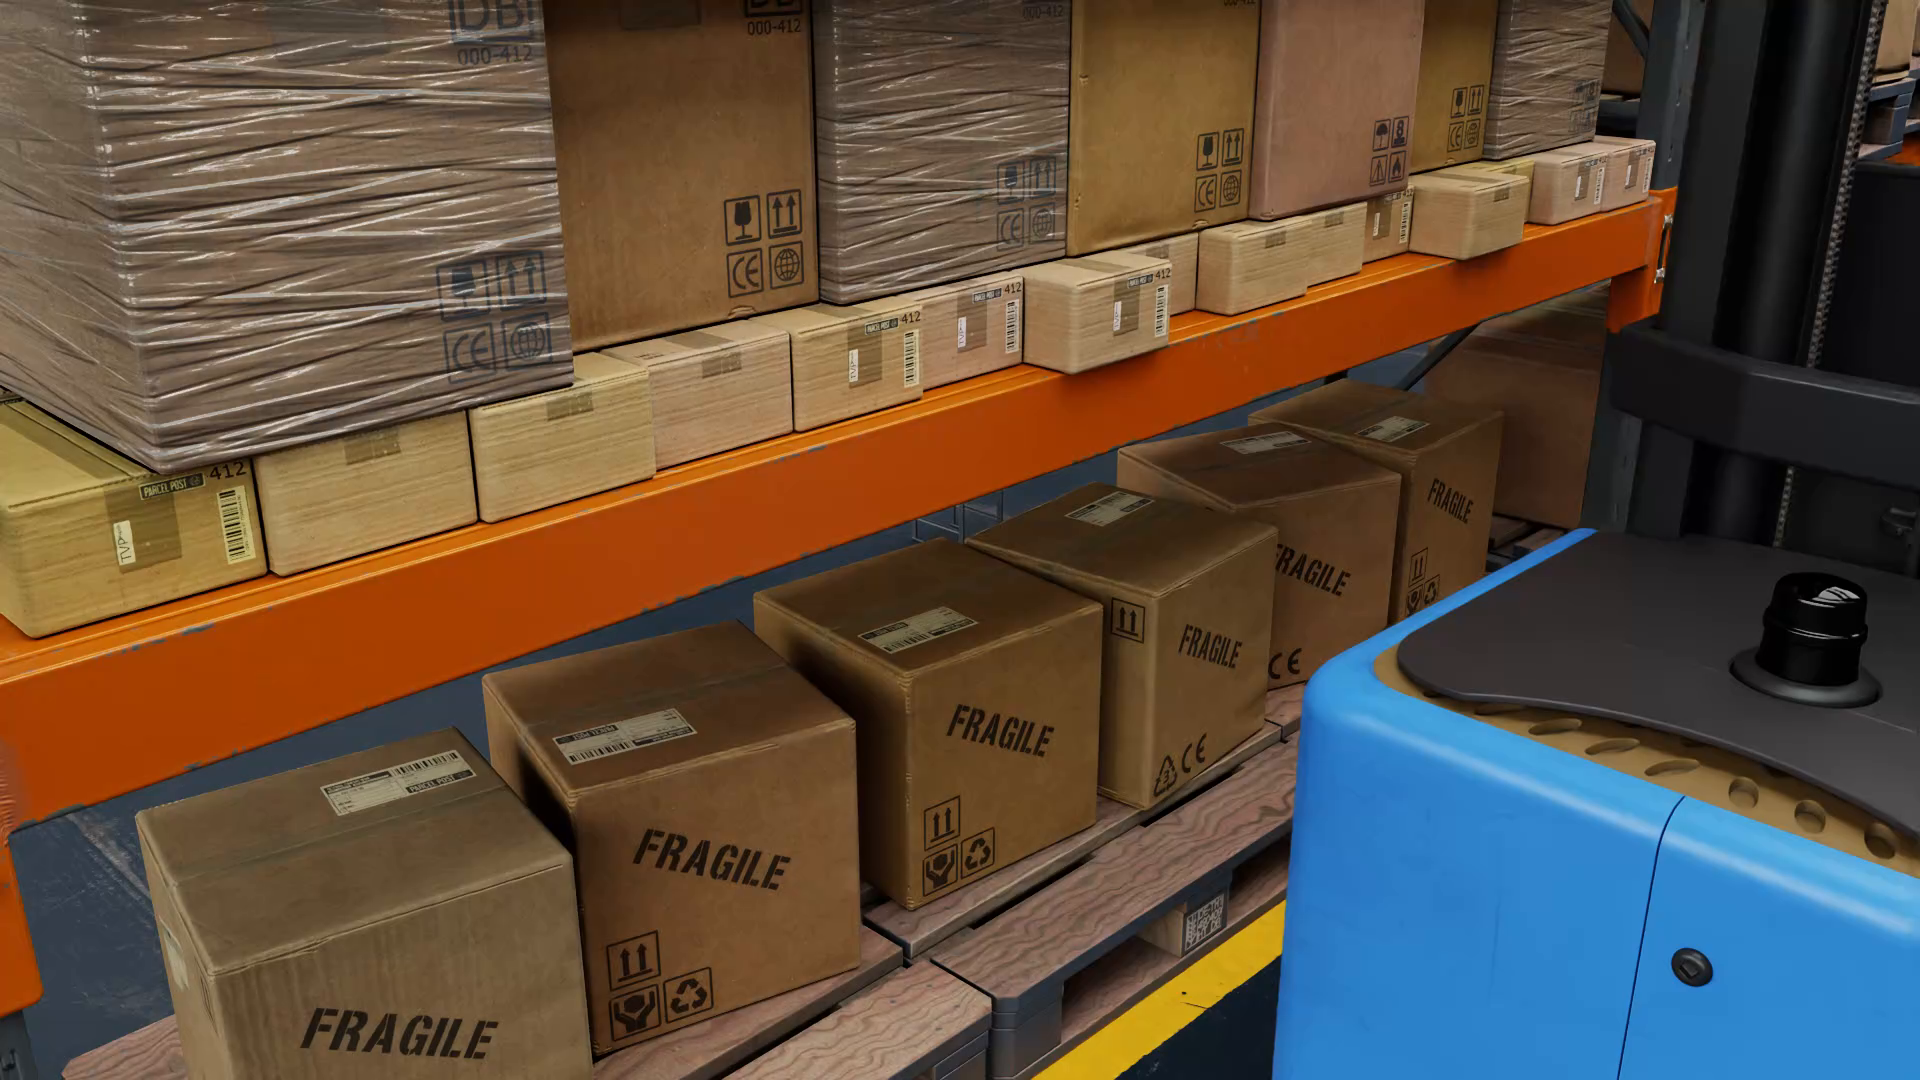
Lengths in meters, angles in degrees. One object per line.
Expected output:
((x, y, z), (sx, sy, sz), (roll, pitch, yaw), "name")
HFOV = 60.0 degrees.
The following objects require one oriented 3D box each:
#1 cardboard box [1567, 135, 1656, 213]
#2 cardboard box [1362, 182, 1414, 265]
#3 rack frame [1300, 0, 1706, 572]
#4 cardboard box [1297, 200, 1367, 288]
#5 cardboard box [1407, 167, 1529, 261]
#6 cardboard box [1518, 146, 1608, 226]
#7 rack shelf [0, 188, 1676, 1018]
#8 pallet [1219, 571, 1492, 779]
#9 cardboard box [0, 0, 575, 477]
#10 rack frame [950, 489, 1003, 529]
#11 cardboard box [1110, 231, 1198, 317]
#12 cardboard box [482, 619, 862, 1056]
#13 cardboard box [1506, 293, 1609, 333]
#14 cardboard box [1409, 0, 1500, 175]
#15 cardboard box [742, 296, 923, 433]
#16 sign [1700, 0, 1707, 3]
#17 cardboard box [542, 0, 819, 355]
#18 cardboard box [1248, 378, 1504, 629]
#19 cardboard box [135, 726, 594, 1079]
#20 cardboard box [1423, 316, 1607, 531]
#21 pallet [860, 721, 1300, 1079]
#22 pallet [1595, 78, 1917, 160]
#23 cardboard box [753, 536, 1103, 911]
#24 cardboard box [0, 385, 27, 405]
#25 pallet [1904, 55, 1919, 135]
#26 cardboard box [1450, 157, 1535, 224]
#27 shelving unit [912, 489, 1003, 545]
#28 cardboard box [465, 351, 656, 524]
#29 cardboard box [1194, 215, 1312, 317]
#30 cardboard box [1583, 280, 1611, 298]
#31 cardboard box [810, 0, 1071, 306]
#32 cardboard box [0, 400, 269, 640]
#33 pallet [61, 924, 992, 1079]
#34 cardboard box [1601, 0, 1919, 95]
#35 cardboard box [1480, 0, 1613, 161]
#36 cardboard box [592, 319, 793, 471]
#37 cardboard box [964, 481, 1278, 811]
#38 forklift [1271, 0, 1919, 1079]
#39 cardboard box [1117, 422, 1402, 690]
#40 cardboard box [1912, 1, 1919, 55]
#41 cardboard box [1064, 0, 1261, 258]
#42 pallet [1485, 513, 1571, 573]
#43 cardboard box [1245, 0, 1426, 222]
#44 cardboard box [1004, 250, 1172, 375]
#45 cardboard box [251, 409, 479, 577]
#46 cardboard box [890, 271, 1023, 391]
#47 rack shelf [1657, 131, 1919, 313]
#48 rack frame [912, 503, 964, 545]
((1.495, -0.930, 4.164), (0.380, 0.149, 0.250), (19, 28, 41), "cardboard box")
((0.733, -0.696, 3.554), (0.380, 0.149, 0.250), (19, 28, 41), "cardboard box")
((1.435, -1.176, 4.454), (1.000, 3.000, 0.127), (19, 28, 41), "rack frame")
((0.588, -0.621, 3.360), (0.380, 0.149, 0.250), (19, 28, 41), "cardboard box")
((1.002, -0.727, 3.635), (0.380, 0.149, 0.250), (19, 28, 41), "cardboard box")
((1.314, -0.868, 4.003), (0.380, 0.149, 0.250), (19, 28, 41), "cardboard box")
((0.039, -0.326, 3.245), (1.077, 0.370, 4.000), (19, 28, 41), "rack shelf")
((0.991, 0.307, 4.482), (1.003, 0.211, 1.213), (19, 28, 41), "pallet")
((-0.952, -0.468, 2.057), (0.875, 0.500, 0.500), (19, 28, 41), "cardboard box")
((0.054, -0.580, 5.411), (0.240, 1.200, 0.006), (19, 28, 41), "rack frame")
((0.209, -0.503, 3.053), (0.380, 0.149, 0.250), (19, 28, 41), "cardboard box")
((-0.516, 0.504, 2.981), (0.500, 0.500, 0.500), (-12, 24, -28), "cardboard box")
((2.225, -0.485, 5.527), (0.700, 0.500, 0.500), (19, 28, 40), "cardboard box")
((0.702, -1.142, 3.811), (0.875, 0.500, 0.500), (19, 28, 41), "cardboard box")
((-0.274, -0.296, 2.515), (0.380, 0.149, 0.250), (19, 28, 41), "cardboard box")
((1.829, -1.447, 3.950), (0.100, 0.325, 0.005), (19, 28, 41), "sign")
((-0.690, -0.627, 2.470), (0.875, 0.500, 0.500), (19, 28, 41), "cardboard box")
((1.127, -0.113, 4.586), (0.500, 0.500, 0.500), (18, 28, 39), "cardboard box")
((-0.908, 0.666, 2.559), (0.500, 0.500, 0.500), (-14, 25, -32), "cardboard box")
((1.878, -0.367, 5.220), (0.700, 0.500, 0.500), (17, 27, 37), "cardboard box")
((0.140, 0.622, 3.662), (1.003, 0.211, 1.213), (19, 28, 41), "pallet")
((2.072, -1.247, 4.905), (1.003, 0.211, 1.213), (19, 28, 41), "pallet")
((-0.065, 0.348, 3.387), (0.500, 0.500, 0.500), (-17, 27, -37), "cardboard box")
((-1.305, -0.156, 2.149), (0.380, 0.149, 0.250), (19, 28, 41), "cardboard box")
((2.873, -1.596, 5.813), (1.003, 0.211, 1.213), (19, 28, 41), "pallet")
((1.097, -0.819, 3.875), (0.380, 0.149, 0.250), (19, 28, 41), "cardboard box")
((-0.010, -0.556, 5.350), (0.258, 1.200, 0.189), (19, 28, 41), "shelving unit")
((-0.613, -0.164, 2.171), (0.380, 0.149, 0.250), (19, 28, 41), "cardboard box")
((0.438, -0.548, 3.170), (0.380, 0.149, 0.250), (19, 28, 41), "cardboard box")
((2.615, -0.629, 5.901), (0.700, 0.500, 0.500), (16, 26, 36), "cardboard box")
((-0.310, -0.744, 2.776), (0.875, 0.500, 0.500), (19, 28, 41), "cardboard box")
((-0.986, -0.044, 1.859), (0.380, 0.149, 0.250), (19, 28, 41), "cardboard box")
((-0.711, 0.934, 2.850), (1.003, 0.211, 1.213), (19, 28, 41), "pallet")
((2.089, -1.822, 4.711), (1.000, 1.000, 1.000), (19, 28, 41), "cardboard box")
((1.076, -1.262, 4.122), (0.875, 0.500, 0.500), (19, 28, 41), "cardboard box")
((-0.453, -0.234, 2.352), (0.380, 0.149, 0.250), (19, 28, 41), "cardboard box")
((0.356, 0.216, 3.731), (0.500, 0.500, 0.500), (16, 26, 36), "cardboard box")
((1.834, -0.448, 2.654), (3.031, 2.935, 1.130), (-20, 28, -41), "forklift")
((0.733, 0.036, 4.198), (0.500, 0.500, 0.500), (-11, 23, -25), "cardboard box")
((3.255, -1.842, 5.787), (0.396, 0.266, 0.258), (18, 28, 39), "cardboard box")
((0.047, -0.870, 3.103), (0.875, 0.500, 0.500), (19, 28, 41), "cardboard box")
((1.977, -0.075, 5.476), (1.003, 0.211, 1.213), (19, 28, 41), "pallet")
((0.426, -0.988, 3.411), (0.875, 0.500, 0.500), (19, 28, 41), "cardboard box")
((0.130, -0.406, 2.799), (0.380, 0.149, 0.250), (19, 28, 41), "cardboard box")
((-0.798, -0.104, 2.014), (0.380, 0.149, 0.250), (19, 28, 41), "cardboard box")
((-0.119, -0.367, 2.700), (0.380, 0.149, 0.250), (19, 28, 41), "cardboard box")
((2.830, -1.355, 5.921), (1.077, 0.370, 4.000), (19, 28, 41), "rack shelf")
((-0.074, -0.533, 5.288), (0.240, 1.200, 0.006), (19, 28, 41), "rack frame")
